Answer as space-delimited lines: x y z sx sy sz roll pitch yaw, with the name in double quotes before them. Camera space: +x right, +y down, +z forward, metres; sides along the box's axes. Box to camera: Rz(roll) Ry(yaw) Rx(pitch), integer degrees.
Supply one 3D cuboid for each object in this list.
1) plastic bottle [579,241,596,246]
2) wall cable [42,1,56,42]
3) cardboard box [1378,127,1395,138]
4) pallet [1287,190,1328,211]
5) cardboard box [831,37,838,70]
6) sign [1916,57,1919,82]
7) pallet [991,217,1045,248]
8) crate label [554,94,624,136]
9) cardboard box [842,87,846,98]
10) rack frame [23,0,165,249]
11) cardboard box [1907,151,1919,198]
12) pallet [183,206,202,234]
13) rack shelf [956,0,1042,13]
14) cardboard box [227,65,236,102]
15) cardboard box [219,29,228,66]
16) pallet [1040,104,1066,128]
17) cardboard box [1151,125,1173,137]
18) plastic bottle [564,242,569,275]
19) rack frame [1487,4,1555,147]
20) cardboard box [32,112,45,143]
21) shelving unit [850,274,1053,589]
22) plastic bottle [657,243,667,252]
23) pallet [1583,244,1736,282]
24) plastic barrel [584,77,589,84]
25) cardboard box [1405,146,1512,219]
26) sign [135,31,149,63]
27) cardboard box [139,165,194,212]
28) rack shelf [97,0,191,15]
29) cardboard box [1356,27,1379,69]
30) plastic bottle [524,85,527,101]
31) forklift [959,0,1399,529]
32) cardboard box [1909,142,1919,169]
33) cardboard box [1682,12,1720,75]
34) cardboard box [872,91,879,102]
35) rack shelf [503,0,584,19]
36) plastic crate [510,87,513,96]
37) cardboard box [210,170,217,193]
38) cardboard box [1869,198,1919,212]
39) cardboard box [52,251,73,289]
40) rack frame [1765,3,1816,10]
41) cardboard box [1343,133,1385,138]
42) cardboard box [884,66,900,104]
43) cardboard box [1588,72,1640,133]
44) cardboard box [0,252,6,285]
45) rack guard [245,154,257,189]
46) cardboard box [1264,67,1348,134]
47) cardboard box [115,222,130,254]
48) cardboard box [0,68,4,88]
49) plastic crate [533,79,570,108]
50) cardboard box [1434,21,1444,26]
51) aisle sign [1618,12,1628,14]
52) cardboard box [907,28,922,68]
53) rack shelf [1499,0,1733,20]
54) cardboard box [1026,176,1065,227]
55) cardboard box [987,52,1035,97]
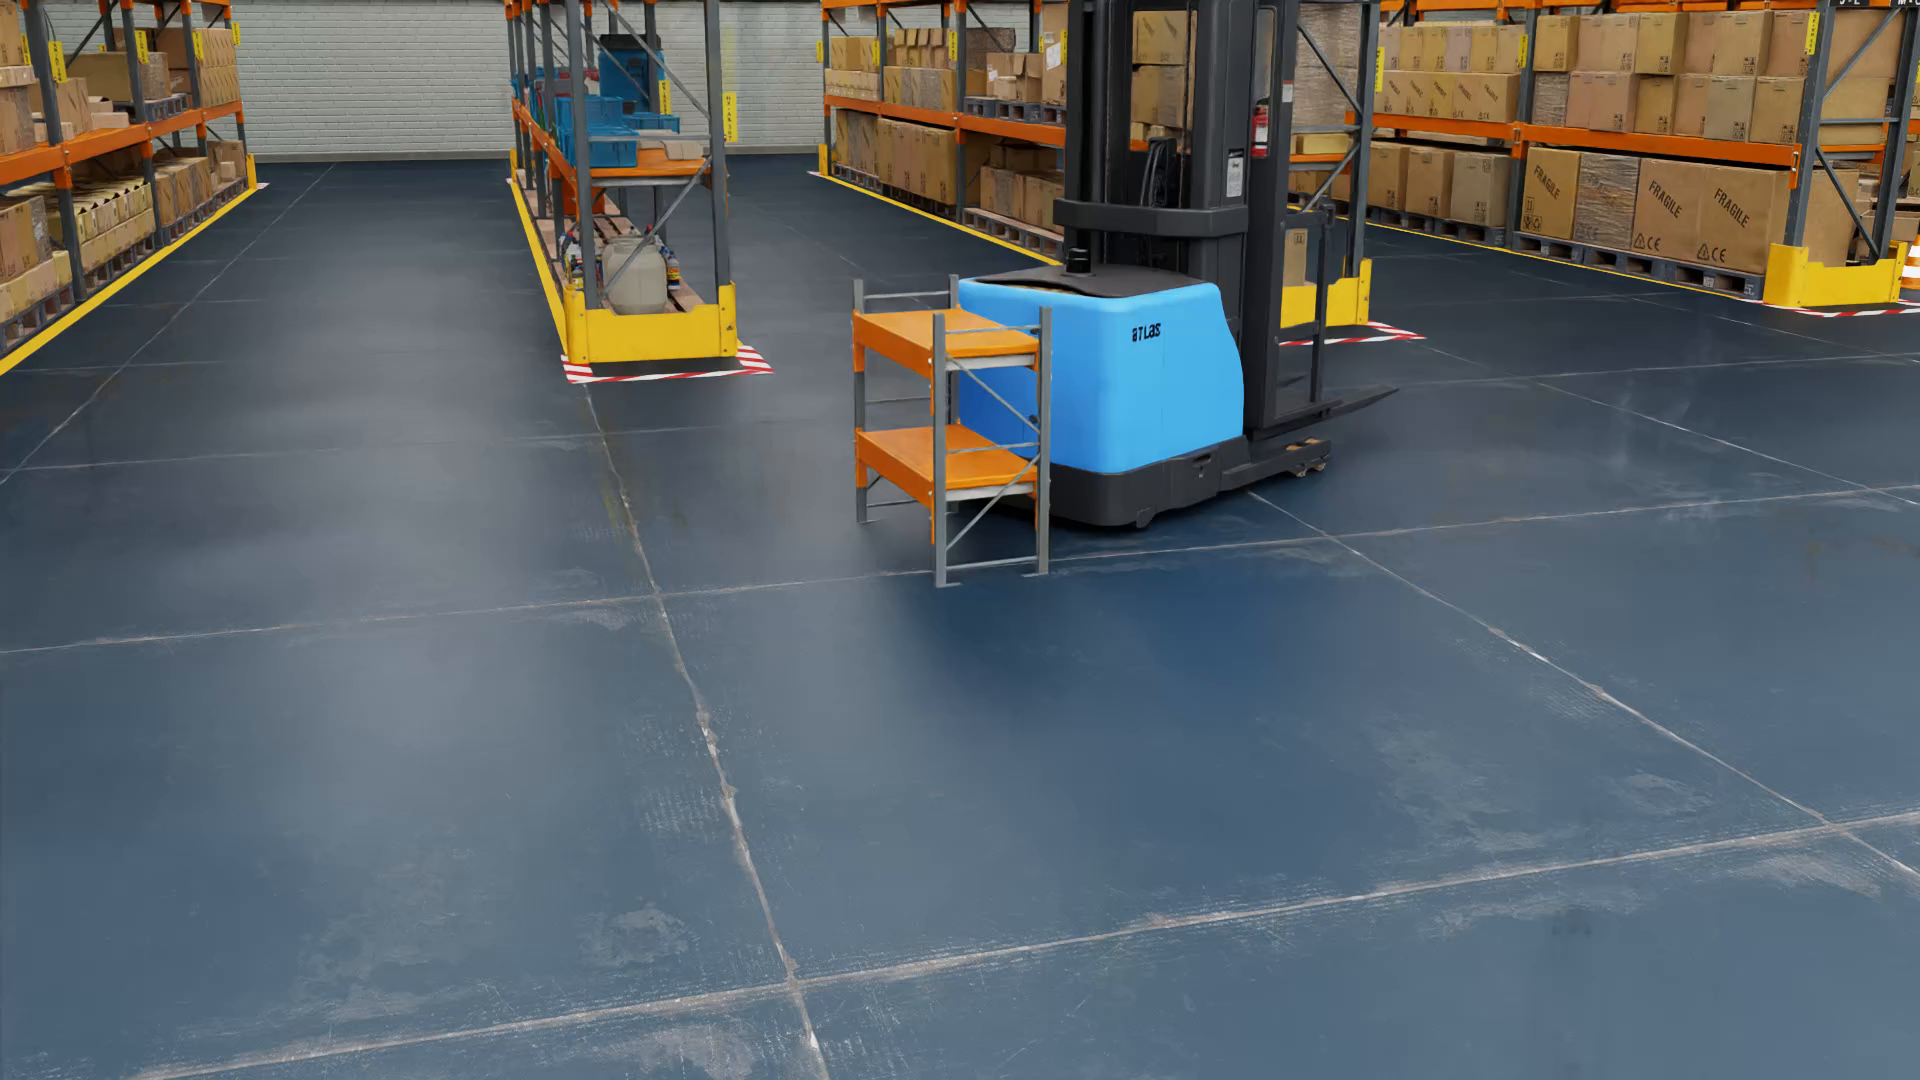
"plastic bottle" -3.251 -2.531 14.503 0.144 0.351 0.185 -5 17 -15
"wall cable" -17.246 -9.348 28.328 3.097 2.526 0.112 -5 17 -15
"cardboard box" 8.058 -7.127 29.688 0.875 0.438 0.875 -5 18 -17
"pallet" 5.034 -4.576 22.320 1.003 0.211 1.213 -5 17 -15
"cardboard box" -1.738 -7.682 26.251 0.500 0.500 0.500 -5 17 -17
"sign" 7.982 -3.977 13.837 0.100 0.325 0.005 -5 17 -15
"pallet" 0.996 -3.443 18.546 1.003 0.211 1.213 -5 17 -15
"crate label" -2.879 -3.232 12.935 0.502 0.435 0.616 -5 17 -15
"cardboard box" -1.612 -6.944 25.792 0.380 0.149 0.250 -5 17 -16
"rack frame" -9.075 -4.549 17.383 1.000 3.000 0.127 -5 17 -15
"cardboard box" 10.981 -4.067 18.524 0.500 0.500 0.500 -4 17 -13
"pallet" -9.575 -3.760 19.602 1.003 0.211 1.213 -5 17 -15
"rack shelf" 1.001 -5.870 17.817 1.077 0.370 4.000 -5 17 -15
"cardboard box" -10.743 -6.564 23.917 0.500 0.500 0.500 -5 17 -15
"cardboard box" -10.600 -6.905 23.312 0.500 0.500 0.500 -4 17 -14
"pallet" 1.480 -4.356 17.073 1.003 0.211 1.213 -5 17 -15
"cardboard box" 1.859 -3.467 14.217 0.380 0.149 0.250 -5 17 -15
"plastic bottle" -3.332 -2.386 14.138 0.061 0.283 0.133 -4 17 -13
"rack frame" 8.880 -7.221 26.278 1.000 3.000 0.127 -5 17 -15
"cardboard box" -8.153 -3.504 14.163 0.500 0.250 0.500 -4 17 -12
"shelving unit" -0.057 -0.505 7.179 0.538 1.125 1.048 -6 18 -21
"plastic bottle" -2.576 -2.397 14.186 0.152 0.276 0.135 -4 17 -14
"pallet" 6.820 -2.699 16.070 1.003 0.211 1.213 -5 17 -15
"plastic barrel" -3.823 -4.726 17.776 0.421 0.512 0.421 0 17 0
"cardboard box" 5.828 -4.144 19.216 1.050 0.750 0.750 -5 17 -15
"sign" -8.542 -5.148 17.365 0.100 0.325 0.005 -5 17 -15
"cardboard box" -9.356 -4.139 19.596 0.500 0.500 0.500 -5 18 -17
"rack shelf" -9.625 -6.194 18.896 1.077 0.370 4.000 -5 17 -15
"cardboard box" 5.361 -6.097 20.625 0.700 0.500 0.500 -5 17 -16
"plastic bottle" -5.683 -5.818 21.810 0.061 0.283 0.133 -5 17 -15
"forklift" 1.286 -1.808 8.377 1.130 2.935 3.031 14 22 39
"cardboard box" 14.428 -5.612 24.537 0.500 0.500 0.500 -4 17 -14
"cardboard box" 7.118 -4.488 15.041 0.875 0.550 0.550 -5 17 -15
"cardboard box" -1.047 -6.376 23.900 0.380 0.149 0.250 -5 17 -15
"rack shelf" -5.960 -7.691 23.880 1.077 0.370 4.000 -5 17 -15
"plastic crate" -6.750 -6.865 25.448 0.250 0.136 0.298 -5 17 -15
"cardboard box" -10.082 -4.712 21.833 0.500 0.311 0.500 -5 17 -15
"cardboard box" 10.065 -3.408 17.926 0.500 0.500 0.500 7 18 23
"cardboard box" -7.638 -2.216 13.665 0.500 0.250 0.500 -5 17 -15
"rack frame" 13.652 -7.615 27.588 1.000 3.000 0.127 -5 17 -15
"cardboard box" 5.291 -5.268 22.089 0.500 0.250 0.500 -6 18 -18
"cardboard box" -0.762 -6.339 23.166 0.500 0.500 0.500 -5 17 -15
"cardboard box" 6.668 -4.251 16.128 0.875 0.550 0.550 -5 17 -15
"cardboard box" -7.099 -2.021 11.712 0.500 0.500 0.500 -5 17 -15
"rack guard" -11.253 -5.544 25.039 1.175 0.500 0.348 -5 17 -15
"cardboard box" 2.525 -3.463 13.076 0.875 0.500 0.500 -5 17 -15
"cardboard box" -8.271 -2.883 15.887 0.500 0.250 0.500 -4 17 -14
"cardboard box" -7.417 -3.461 12.460 0.380 0.149 0.250 -5 17 -16
"plastic crate" -4.161 -4.499 17.105 0.402 0.464 0.583 -5 17 -15
"cardboard box" 8.117 -8.544 27.643 0.380 0.149 0.250 -5 17 -15
"aisle sign" 12.251 -9.962 30.883 0.394 0.787 0.004 -5 17 -15
"cardboard box" -0.287 -6.599 22.290 0.797 0.503 0.637 -5 17 -15
"rack shelf" 9.430 -7.760 24.108 1.077 0.370 4.000 -5 17 -15
"cardboard box" 1.135 -3.698 18.130 0.700 0.500 0.500 -6 18 -20
"cardboard box" 0.638 -5.434 19.425 0.500 0.500 0.500 -7 18 -22
